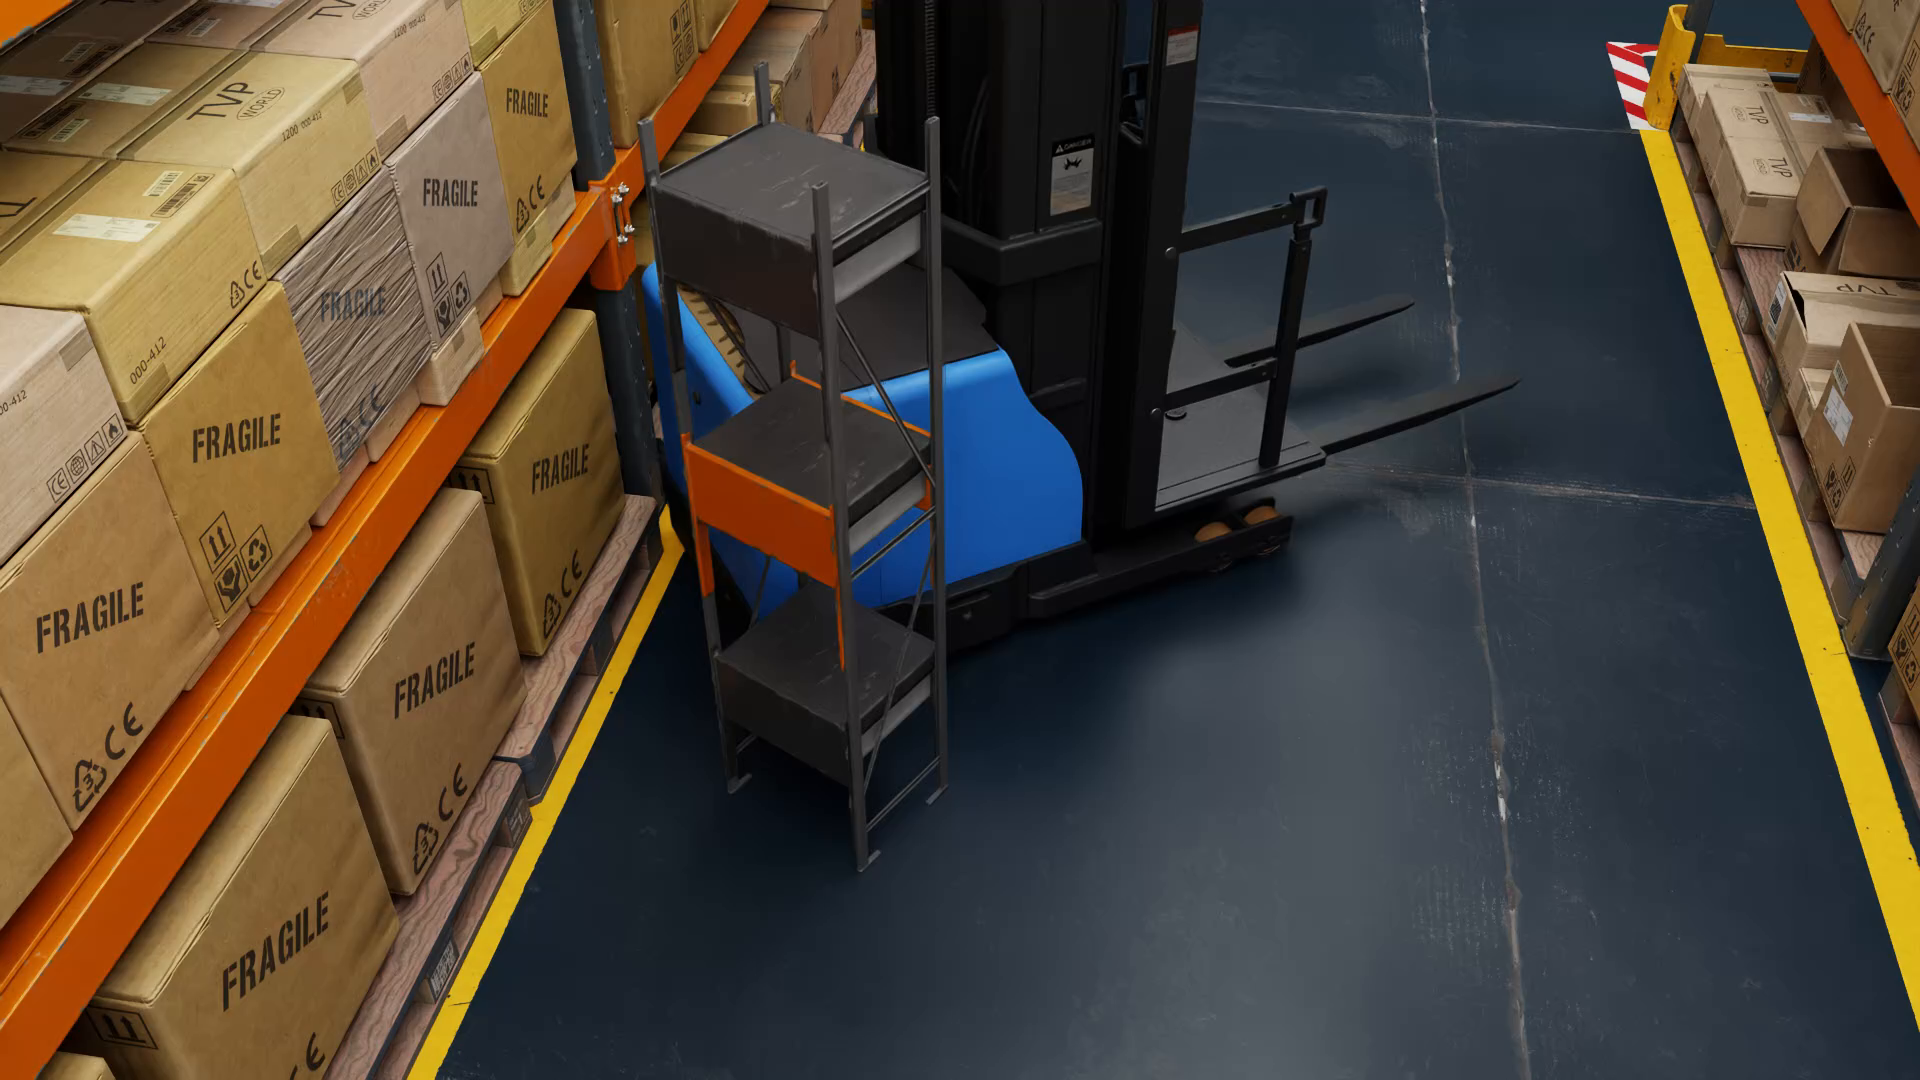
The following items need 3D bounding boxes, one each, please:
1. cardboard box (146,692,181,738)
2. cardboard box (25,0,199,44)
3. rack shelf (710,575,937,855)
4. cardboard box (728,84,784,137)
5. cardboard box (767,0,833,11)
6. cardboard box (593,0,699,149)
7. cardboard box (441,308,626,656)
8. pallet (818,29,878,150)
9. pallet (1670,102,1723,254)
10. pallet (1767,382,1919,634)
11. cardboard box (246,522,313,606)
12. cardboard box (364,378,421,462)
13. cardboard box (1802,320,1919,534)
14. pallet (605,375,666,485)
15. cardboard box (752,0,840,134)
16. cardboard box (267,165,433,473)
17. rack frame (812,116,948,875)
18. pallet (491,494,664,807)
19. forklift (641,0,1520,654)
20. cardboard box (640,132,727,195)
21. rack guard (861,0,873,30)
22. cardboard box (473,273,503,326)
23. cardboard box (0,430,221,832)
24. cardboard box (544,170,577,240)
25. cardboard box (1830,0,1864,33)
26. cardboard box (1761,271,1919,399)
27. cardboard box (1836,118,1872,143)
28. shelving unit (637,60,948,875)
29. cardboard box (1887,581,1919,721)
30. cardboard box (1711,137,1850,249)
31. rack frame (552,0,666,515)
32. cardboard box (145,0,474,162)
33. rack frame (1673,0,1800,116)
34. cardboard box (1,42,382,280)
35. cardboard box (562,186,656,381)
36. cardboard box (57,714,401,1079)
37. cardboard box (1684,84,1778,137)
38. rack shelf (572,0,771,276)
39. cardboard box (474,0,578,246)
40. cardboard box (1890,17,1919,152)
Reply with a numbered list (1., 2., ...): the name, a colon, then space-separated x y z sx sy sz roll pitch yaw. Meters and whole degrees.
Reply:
1. cardboard box: -1.761 0.303 3.210 0.380 0.149 0.250 7 40 8
2. cardboard box: -1.969 -1.165 3.889 0.500 0.250 0.500 7 40 8
3. rack shelf: -0.357 0.473 4.647 0.480 0.518 0.431 25 46 28
4. cardboard box: -1.137 -1.598 6.961 0.700 0.500 0.500 7 40 9
5. cardboard box: -0.766 -2.552 7.605 0.380 0.149 0.250 7 40 9
6. cardboard box: -1.439 -1.759 5.288 0.980 0.700 0.700 7 40 8
7. cardboard box: -1.533 -0.215 5.014 0.750 0.750 0.750 7 40 8
8. pallet: -0.918 -2.230 8.281 1.003 0.211 1.213 6 40 8
9. pallet: 3.873 -1.648 7.578 1.003 0.211 1.213 6 40 8
10. pallet: 3.450 -0.117 5.726 1.003 0.211 1.213 6 40 8
11. cardboard box: -1.649 -0.014 3.594 0.380 0.149 0.250 8 40 9
12. cardboard box: -1.534 -0.335 3.983 0.380 0.149 0.250 6 40 8
13. cardboard box: 3.150 -0.356 5.442 0.500 0.500 0.500 6 40 8
14. pallet: -1.340 -0.698 6.429 1.003 0.211 1.213 6 40 8
15. cardboard box: -0.966 -2.249 7.748 0.700 0.500 0.500 6 40 8
16. cardboard box: -1.554 -0.512 3.688 0.500 0.500 0.500 6 40 8
17. rack frame: -0.165 0.013 4.082 0.015 2.100 0.400 25 46 28
18. pallet: -1.608 0.263 5.266 1.003 0.211 1.213 6 40 8
19. forklift: 0.560 -1.307 5.031 3.031 2.935 1.130 -18 43 -20
20. cardboard box: -1.080 -1.406 6.219 0.380 0.149 0.250 8 40 9
21. rack guard: -0.853 -2.866 8.825 1.175 0.500 0.348 6 40 8
22. cardboard box: -1.438 -0.653 4.368 0.380 0.149 0.250 8 40 9
23. cardboard box: -1.718 0.129 2.912 0.500 0.500 0.500 6 40 7
24. cardboard box: -1.329 -0.972 4.753 0.380 0.149 0.250 7 40 8
25. cardboard box: 3.424 -2.107 5.866 0.500 0.500 0.500 7 40 8
26. cardboard box: 3.280 -0.753 6.072 0.500 0.311 0.500 6 40 8
27. cardboard box: 4.013 -1.736 7.374 0.380 0.166 0.250 6 40 8
28. shelving unit: -0.360 -0.079 4.195 0.503 2.100 0.431 25 46 28
29. cardboard box: 3.007 0.310 4.637 0.500 0.500 0.500 5 40 6
30. cardboard box: 3.476 -1.443 6.954 0.500 0.250 0.500 6 40 8
31. rack frame: -1.549 -1.304 4.974 1.000 3.000 0.127 6 40 8
32. cardboard box: -1.476 -1.113 3.826 0.500 0.250 0.500 7 40 9
33. rack frame: 4.023 -3.271 7.352 1.000 3.000 0.127 6 40 8
34. cardboard box: -1.564 -0.793 3.439 0.500 0.250 0.500 7 40 9
35. cardboard box: -1.319 -0.961 6.190 0.700 0.500 0.500 7 40 8
36. cardboard box: -1.827 0.877 3.693 0.750 0.750 0.750 6 40 7
37. cardboard box: 3.569 -1.967 7.653 0.380 0.166 0.250 6 40 8
38. rack shelf: -1.203 -2.282 6.721 1.077 0.370 4.000 6 40 8
39. cardboard box: -1.381 -1.148 4.457 0.500 0.500 0.500 6 40 7
40. cardboard box: 3.252 -1.465 5.089 0.500 0.500 0.500 7 40 9
